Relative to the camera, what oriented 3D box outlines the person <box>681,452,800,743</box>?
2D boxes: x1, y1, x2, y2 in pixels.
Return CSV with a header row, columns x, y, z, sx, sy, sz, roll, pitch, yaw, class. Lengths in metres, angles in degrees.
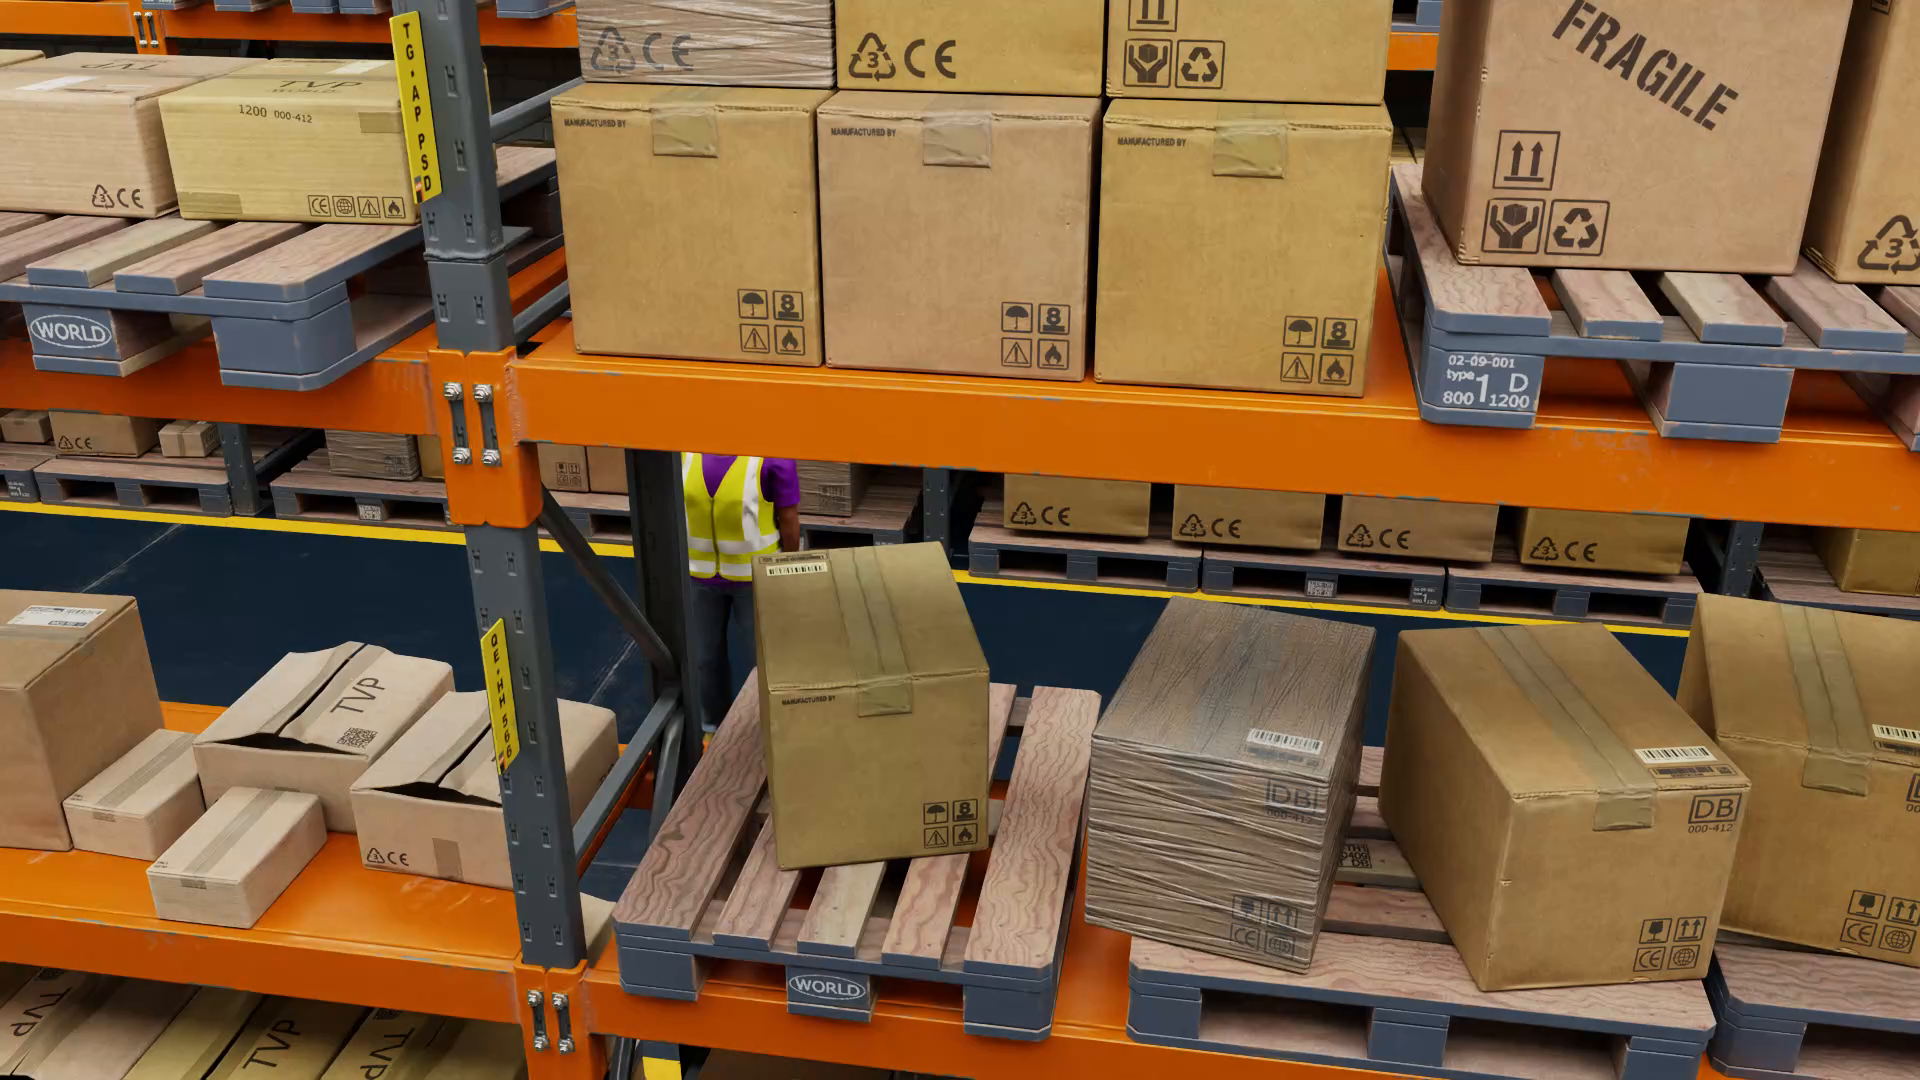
x,y,z,sx,sy,sz,roll,pitch,yaw,class
-0.925,0.123,6.814,0.563,1.761,0.356,5,25,10,person
